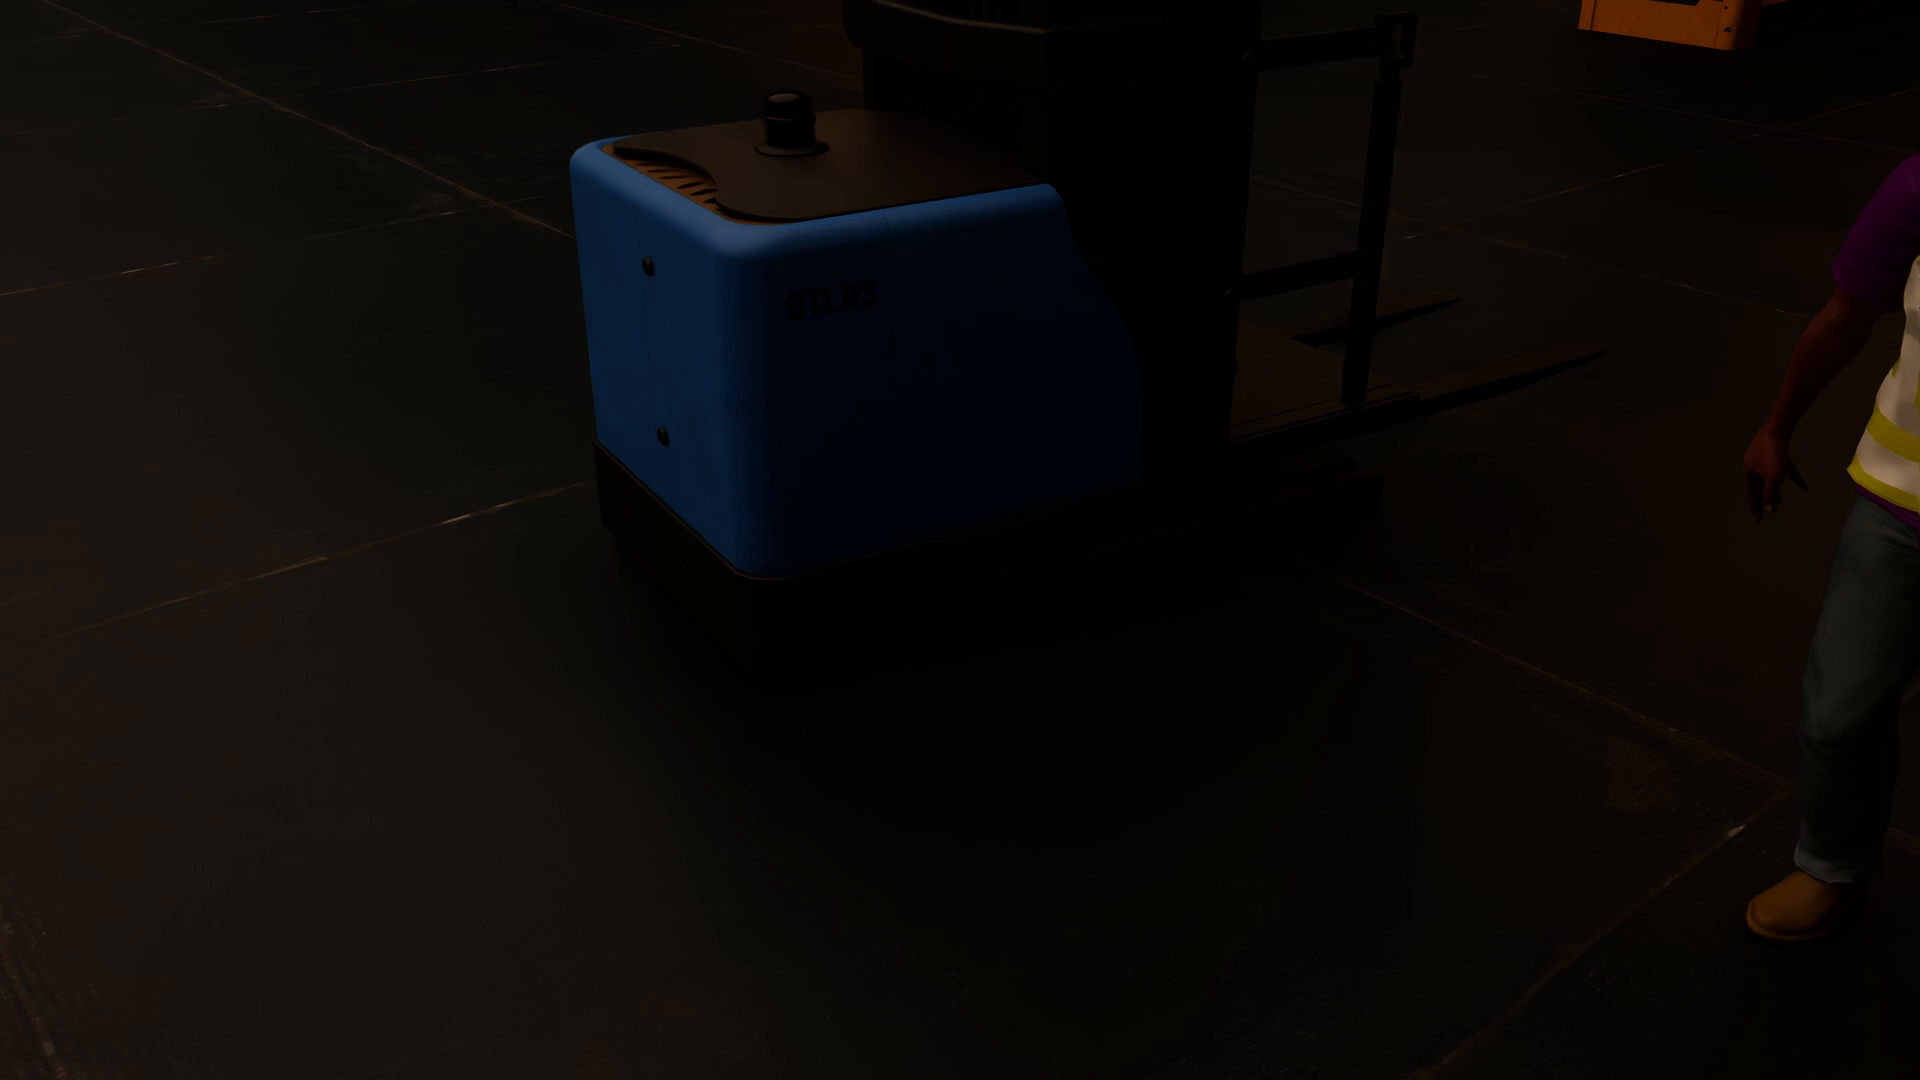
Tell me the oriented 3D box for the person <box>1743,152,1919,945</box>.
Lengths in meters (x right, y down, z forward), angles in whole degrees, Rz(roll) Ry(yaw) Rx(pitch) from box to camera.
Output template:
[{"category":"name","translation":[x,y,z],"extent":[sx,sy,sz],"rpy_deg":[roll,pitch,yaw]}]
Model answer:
[{"category":"person","translation":[1.617,-0.019,2.595],"extent":[0.455,1.731,0.874],"rpy_deg":[-22,34,-37]}]

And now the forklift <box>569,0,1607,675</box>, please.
[{"category":"forklift","translation":[0.561,-1.481,4.189],"extent":[3.031,2.935,1.130],"rpy_deg":[-15,30,-28]}]
